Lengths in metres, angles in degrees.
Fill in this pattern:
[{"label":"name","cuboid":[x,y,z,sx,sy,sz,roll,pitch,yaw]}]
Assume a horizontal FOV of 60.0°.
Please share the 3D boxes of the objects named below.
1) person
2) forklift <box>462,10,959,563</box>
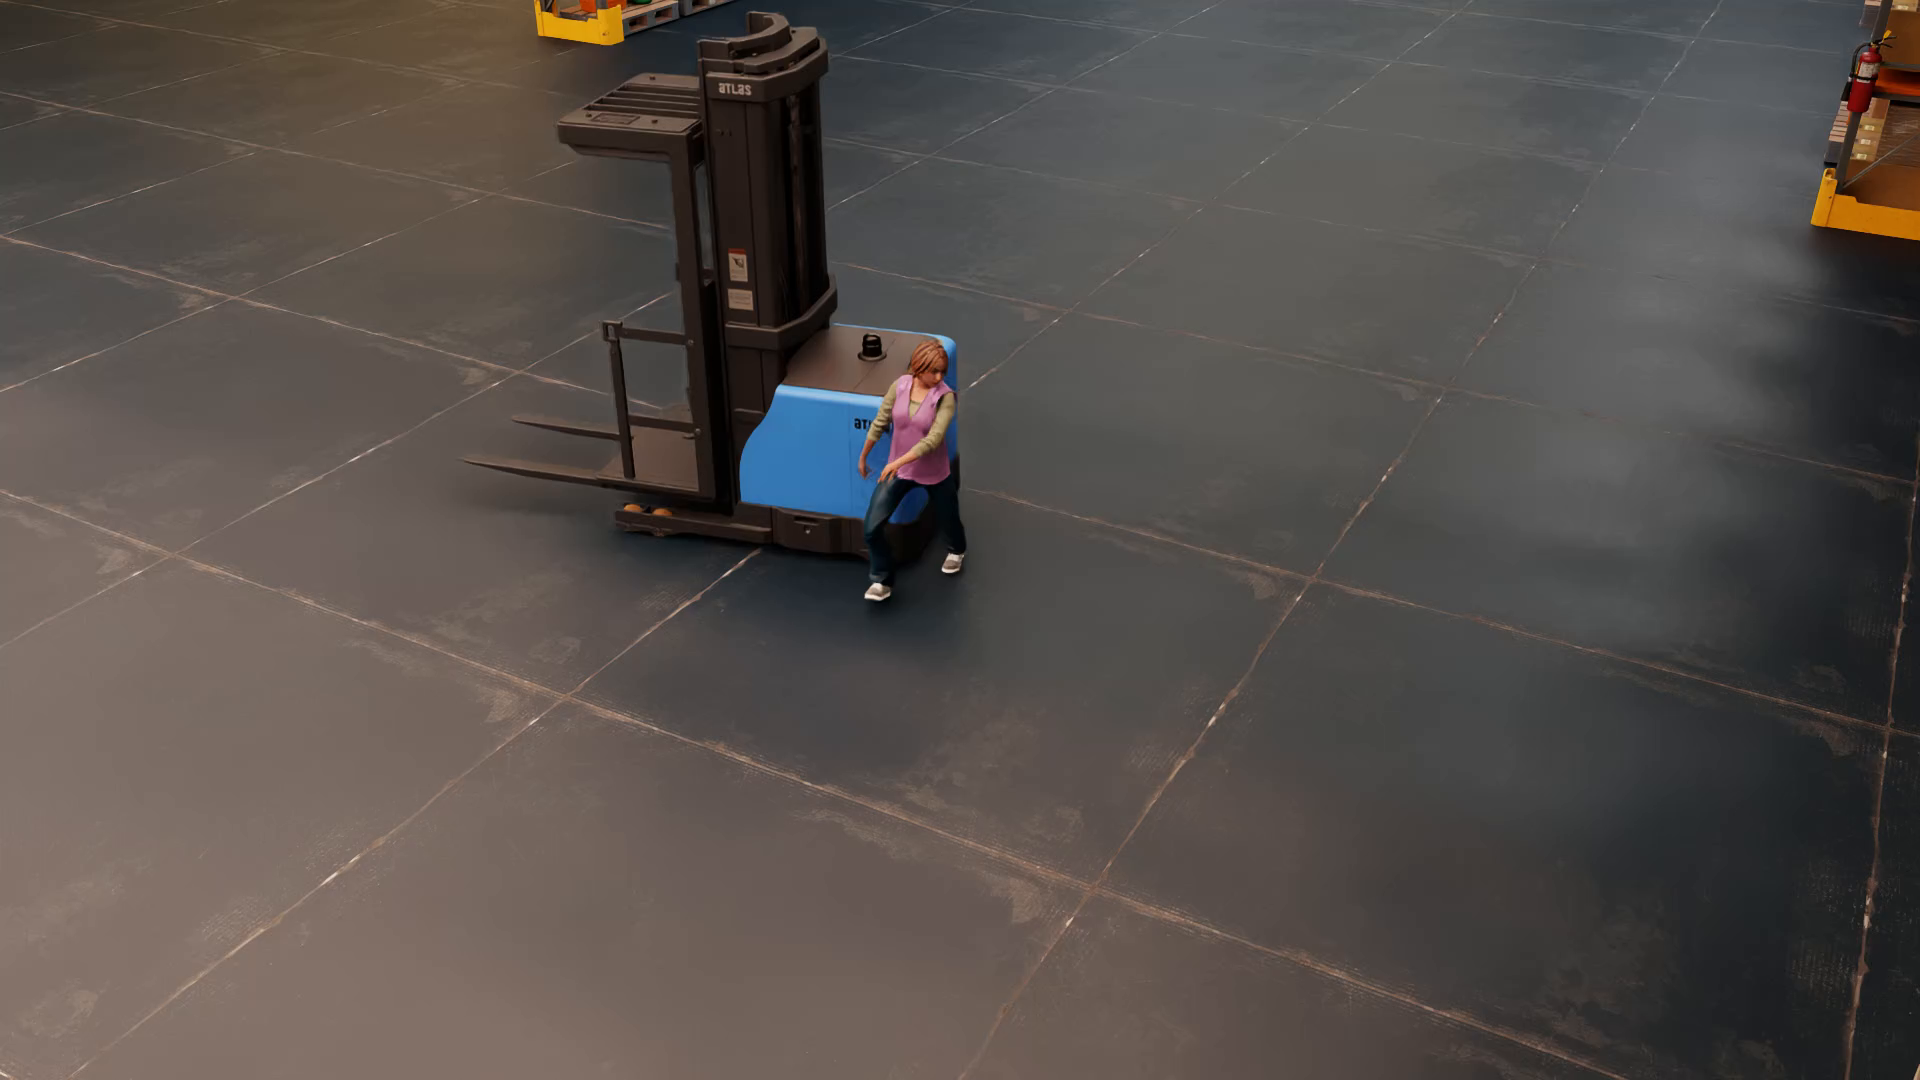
[{"label":"person","cuboid":[-0.292,-0.382,9.167,0.593,1.502,0.787,6,31,10]},{"label":"forklift","cuboid":[-1.582,-1.534,9.728,3.031,2.935,1.130,8,31,14]}]
